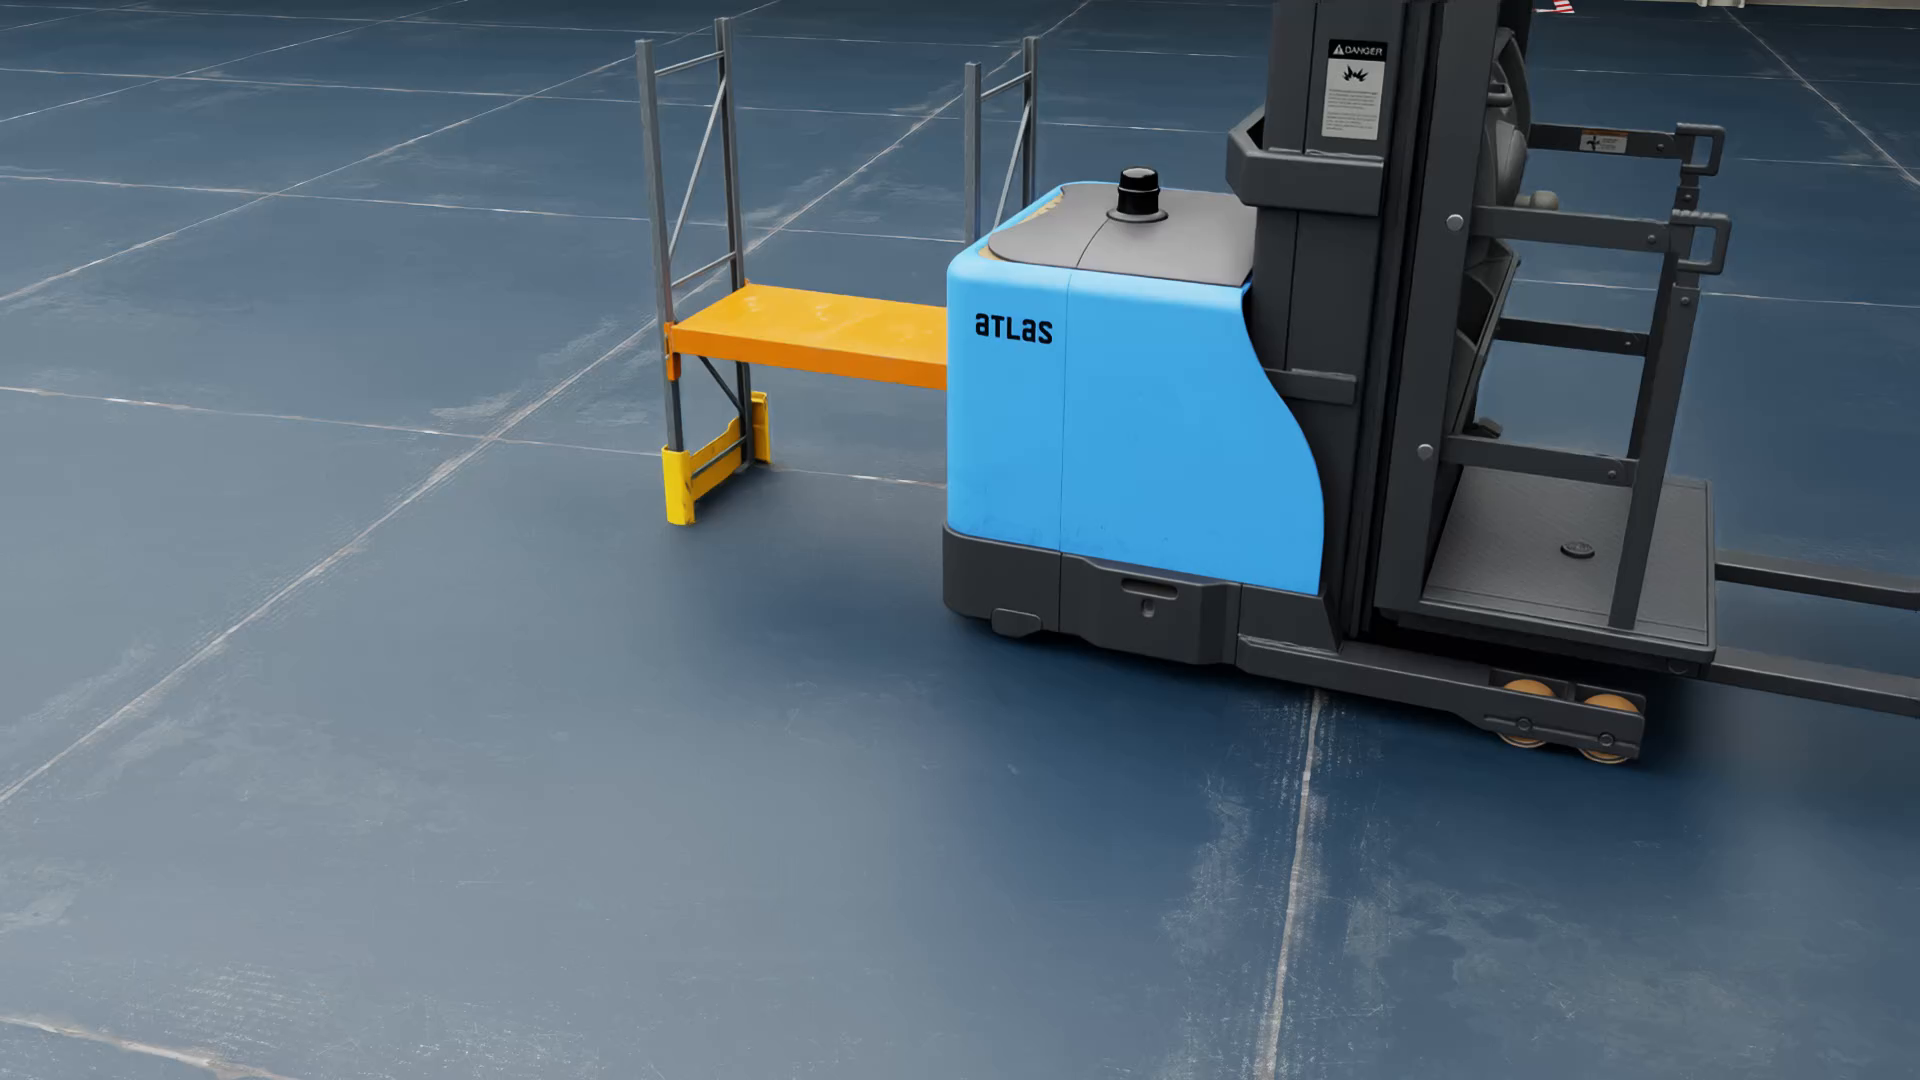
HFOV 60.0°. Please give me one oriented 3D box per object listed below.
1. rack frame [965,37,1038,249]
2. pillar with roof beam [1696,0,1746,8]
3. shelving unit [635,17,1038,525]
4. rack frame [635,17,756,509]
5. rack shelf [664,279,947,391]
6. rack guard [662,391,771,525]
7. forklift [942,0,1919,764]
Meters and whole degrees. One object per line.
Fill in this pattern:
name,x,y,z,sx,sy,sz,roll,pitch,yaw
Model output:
rack frame,0.120,-0.685,4.945,0.032,1.500,0.500,10,27,20
pillar with roof beam,6.332,-7.485,10.503,0.400,9.000,9.100,6,26,13
shelving unit,-0.343,-0.765,5.113,1.083,1.500,0.587,10,27,20
rack frame,-0.823,-0.849,5.288,0.032,1.500,0.500,10,27,20
rack shelf,-0.351,-0.605,5.193,1.000,0.185,0.538,10,27,20
rack guard,-0.805,-0.281,5.550,0.087,0.250,0.587,10,27,20
forklift,1.520,-1.032,4.008,3.031,2.935,1.130,10,27,20
